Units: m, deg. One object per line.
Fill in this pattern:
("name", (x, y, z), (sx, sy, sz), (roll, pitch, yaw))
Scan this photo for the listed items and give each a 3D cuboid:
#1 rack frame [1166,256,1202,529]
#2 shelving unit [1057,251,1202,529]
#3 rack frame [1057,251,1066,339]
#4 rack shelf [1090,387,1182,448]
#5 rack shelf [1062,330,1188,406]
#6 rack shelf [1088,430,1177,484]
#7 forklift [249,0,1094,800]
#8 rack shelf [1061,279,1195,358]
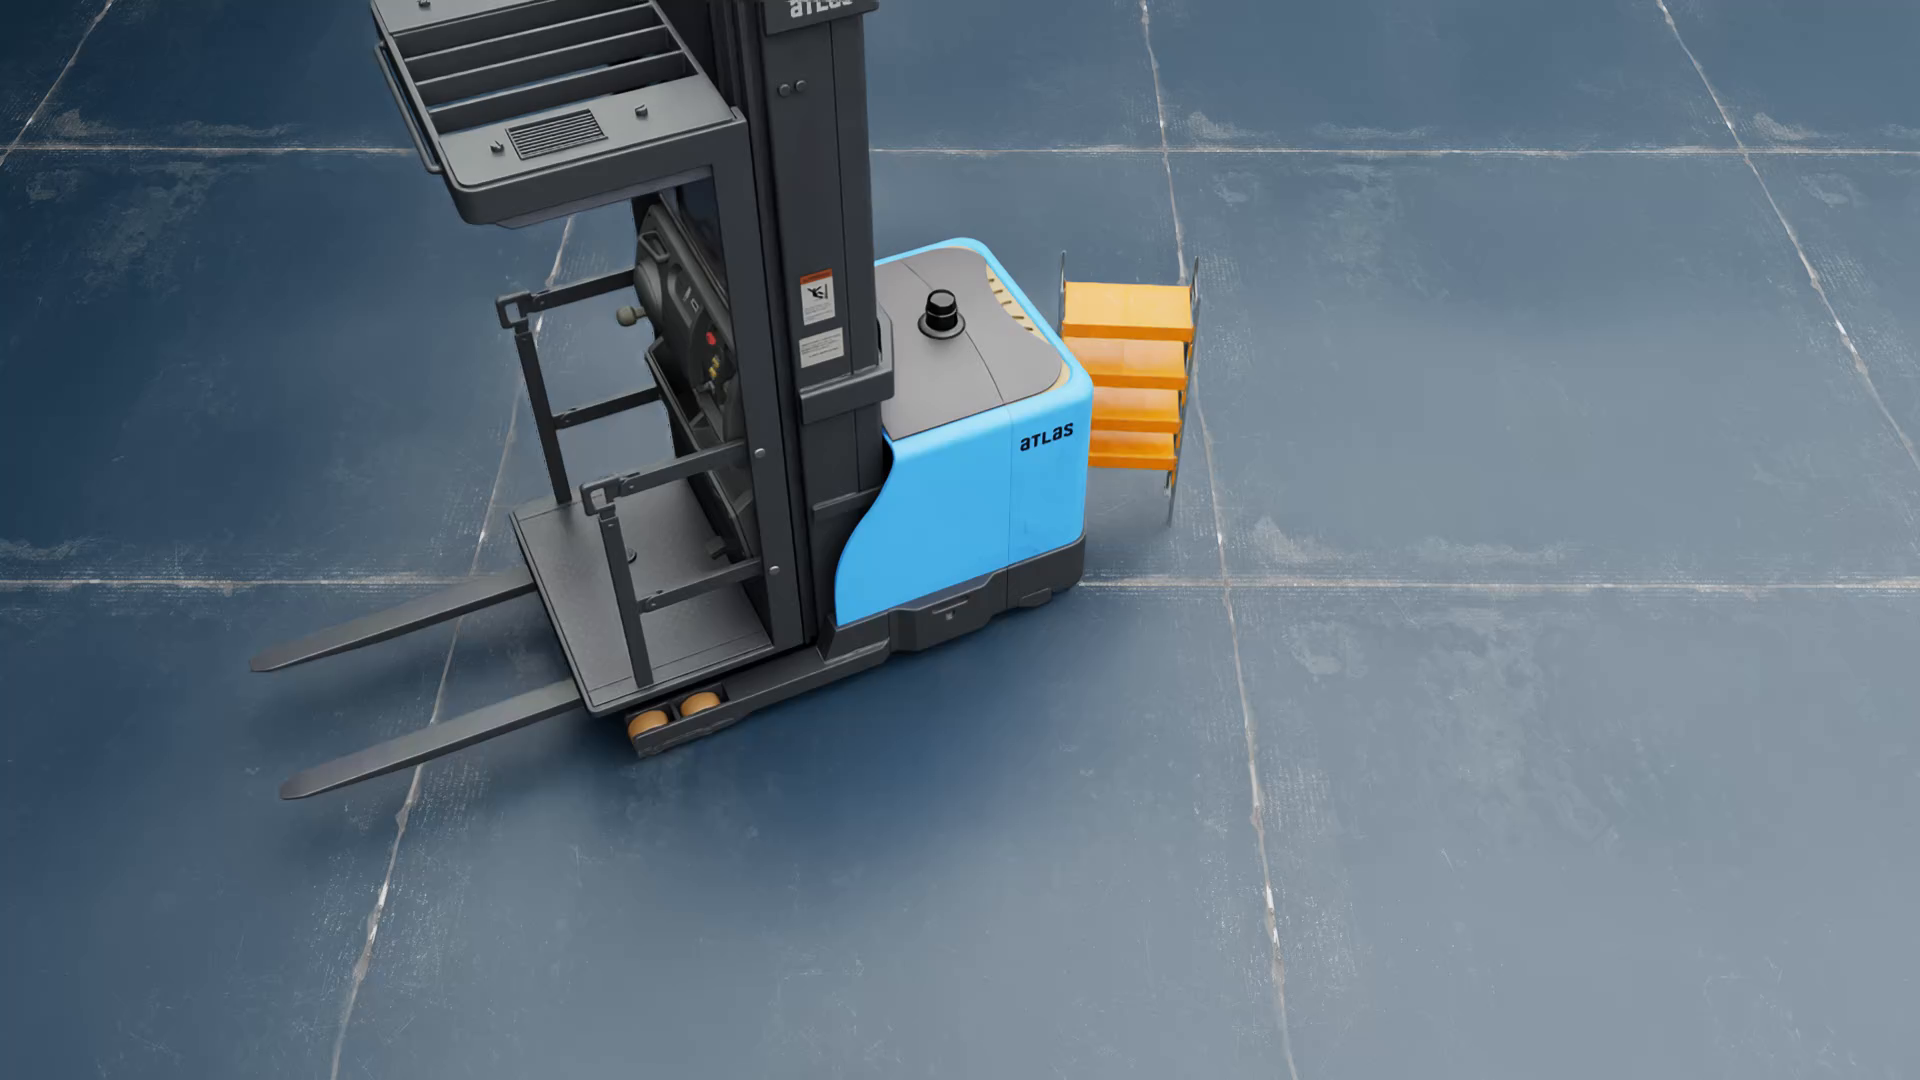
("rack frame", (0.860, -0.542, 6.435), (0.015, 1.200, 0.240), (3, 47, 2))
("shelving unit", (0.617, -0.553, 6.445), (0.503, 1.200, 0.258), (3, 47, 2))
("rack frame", (0.373, -0.564, 6.455), (0.015, 1.200, 0.240), (3, 47, 2))
("rack shelf", (0.617, -0.507, 6.494), (0.480, 0.148, 0.258), (3, 47, 2))
("rack shelf", (0.617, -0.660, 6.331), (0.480, 0.148, 0.258), (3, 47, 2))
("rack shelf", (0.617, -0.372, 6.640), (0.480, 0.148, 0.258), (3, 47, 2))
("forklift", (-1.073, -0.667, 5.368), (3.031, 2.935, 1.130), (-19, 50, -17))
("rack shelf", (0.617, -0.821, 6.157), (0.480, 0.148, 0.258), (3, 47, 2))
